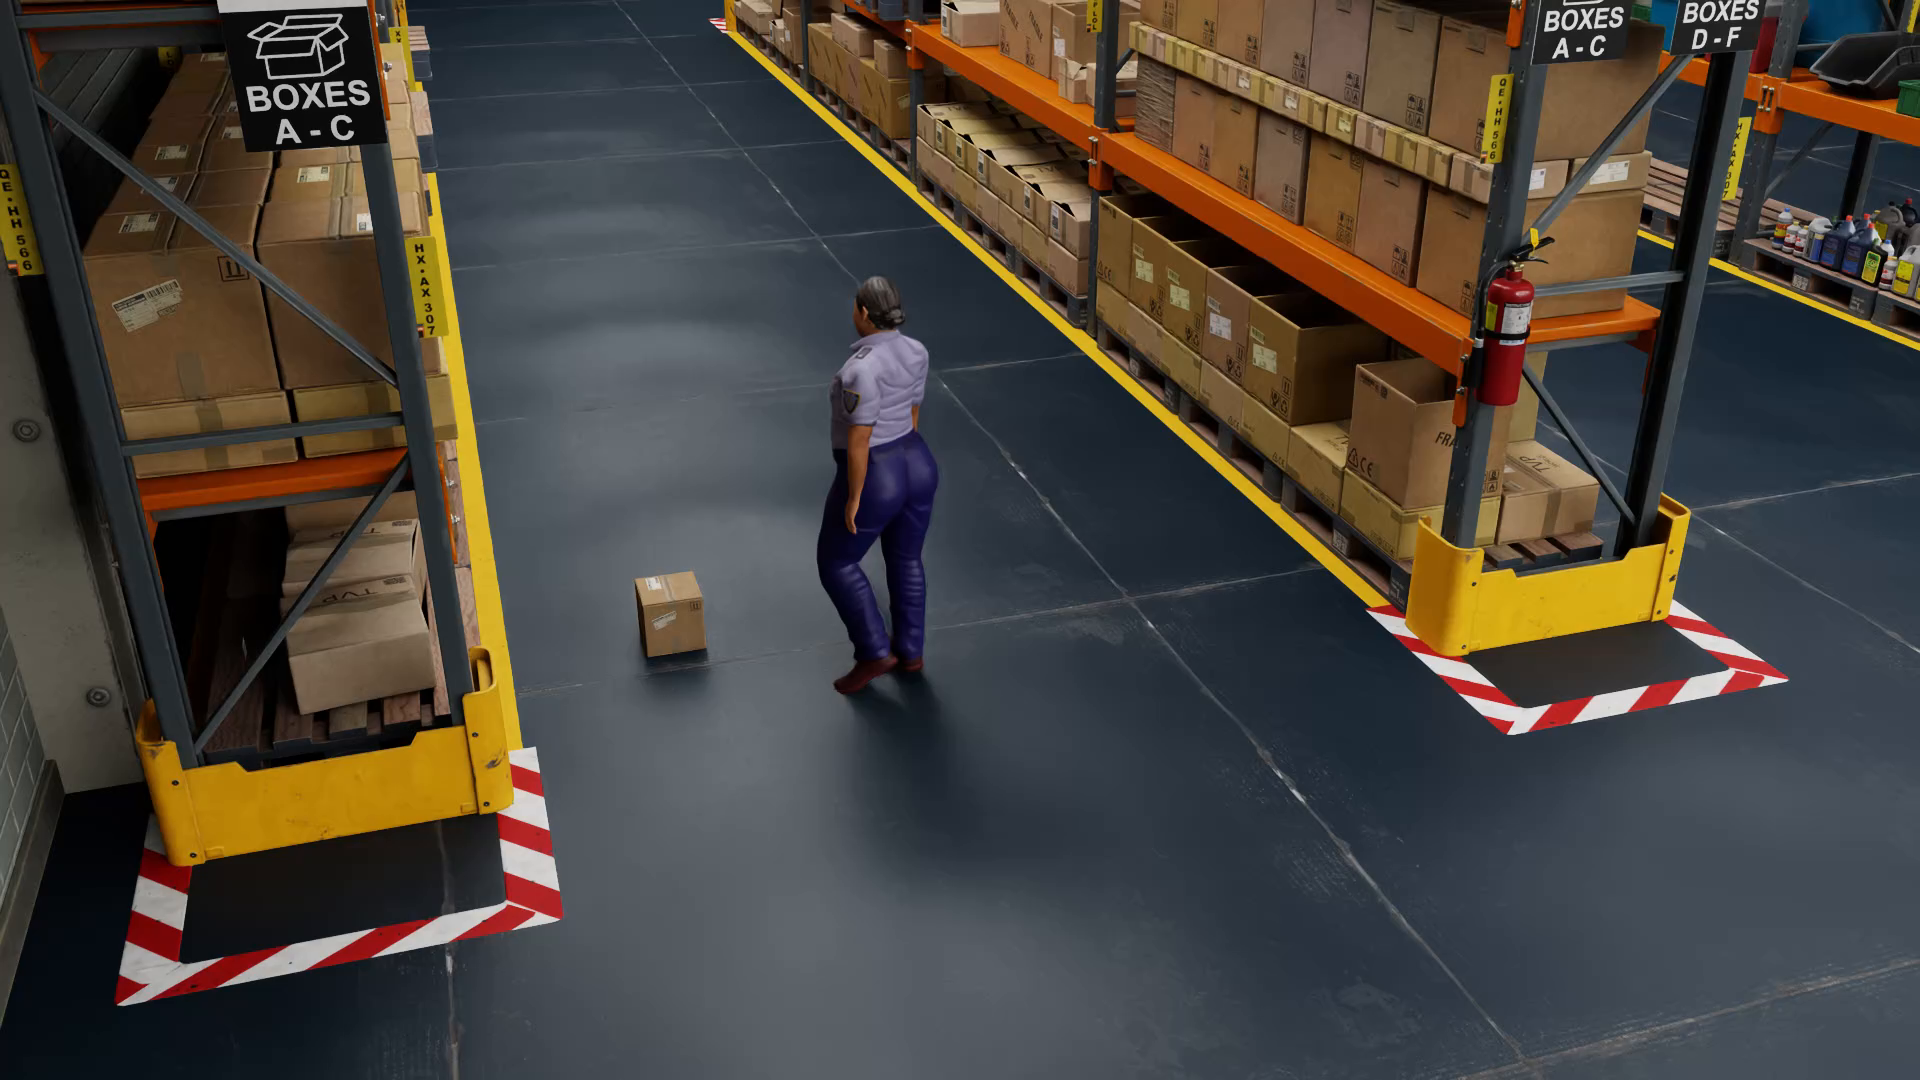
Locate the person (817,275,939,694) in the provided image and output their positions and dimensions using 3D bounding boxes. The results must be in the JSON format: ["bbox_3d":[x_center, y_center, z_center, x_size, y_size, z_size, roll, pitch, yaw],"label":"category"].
[{"bbox_3d":[-0.317,-0.203,6.544,0.370,1.685,0.524,22,34,37],"label":"person"}]
